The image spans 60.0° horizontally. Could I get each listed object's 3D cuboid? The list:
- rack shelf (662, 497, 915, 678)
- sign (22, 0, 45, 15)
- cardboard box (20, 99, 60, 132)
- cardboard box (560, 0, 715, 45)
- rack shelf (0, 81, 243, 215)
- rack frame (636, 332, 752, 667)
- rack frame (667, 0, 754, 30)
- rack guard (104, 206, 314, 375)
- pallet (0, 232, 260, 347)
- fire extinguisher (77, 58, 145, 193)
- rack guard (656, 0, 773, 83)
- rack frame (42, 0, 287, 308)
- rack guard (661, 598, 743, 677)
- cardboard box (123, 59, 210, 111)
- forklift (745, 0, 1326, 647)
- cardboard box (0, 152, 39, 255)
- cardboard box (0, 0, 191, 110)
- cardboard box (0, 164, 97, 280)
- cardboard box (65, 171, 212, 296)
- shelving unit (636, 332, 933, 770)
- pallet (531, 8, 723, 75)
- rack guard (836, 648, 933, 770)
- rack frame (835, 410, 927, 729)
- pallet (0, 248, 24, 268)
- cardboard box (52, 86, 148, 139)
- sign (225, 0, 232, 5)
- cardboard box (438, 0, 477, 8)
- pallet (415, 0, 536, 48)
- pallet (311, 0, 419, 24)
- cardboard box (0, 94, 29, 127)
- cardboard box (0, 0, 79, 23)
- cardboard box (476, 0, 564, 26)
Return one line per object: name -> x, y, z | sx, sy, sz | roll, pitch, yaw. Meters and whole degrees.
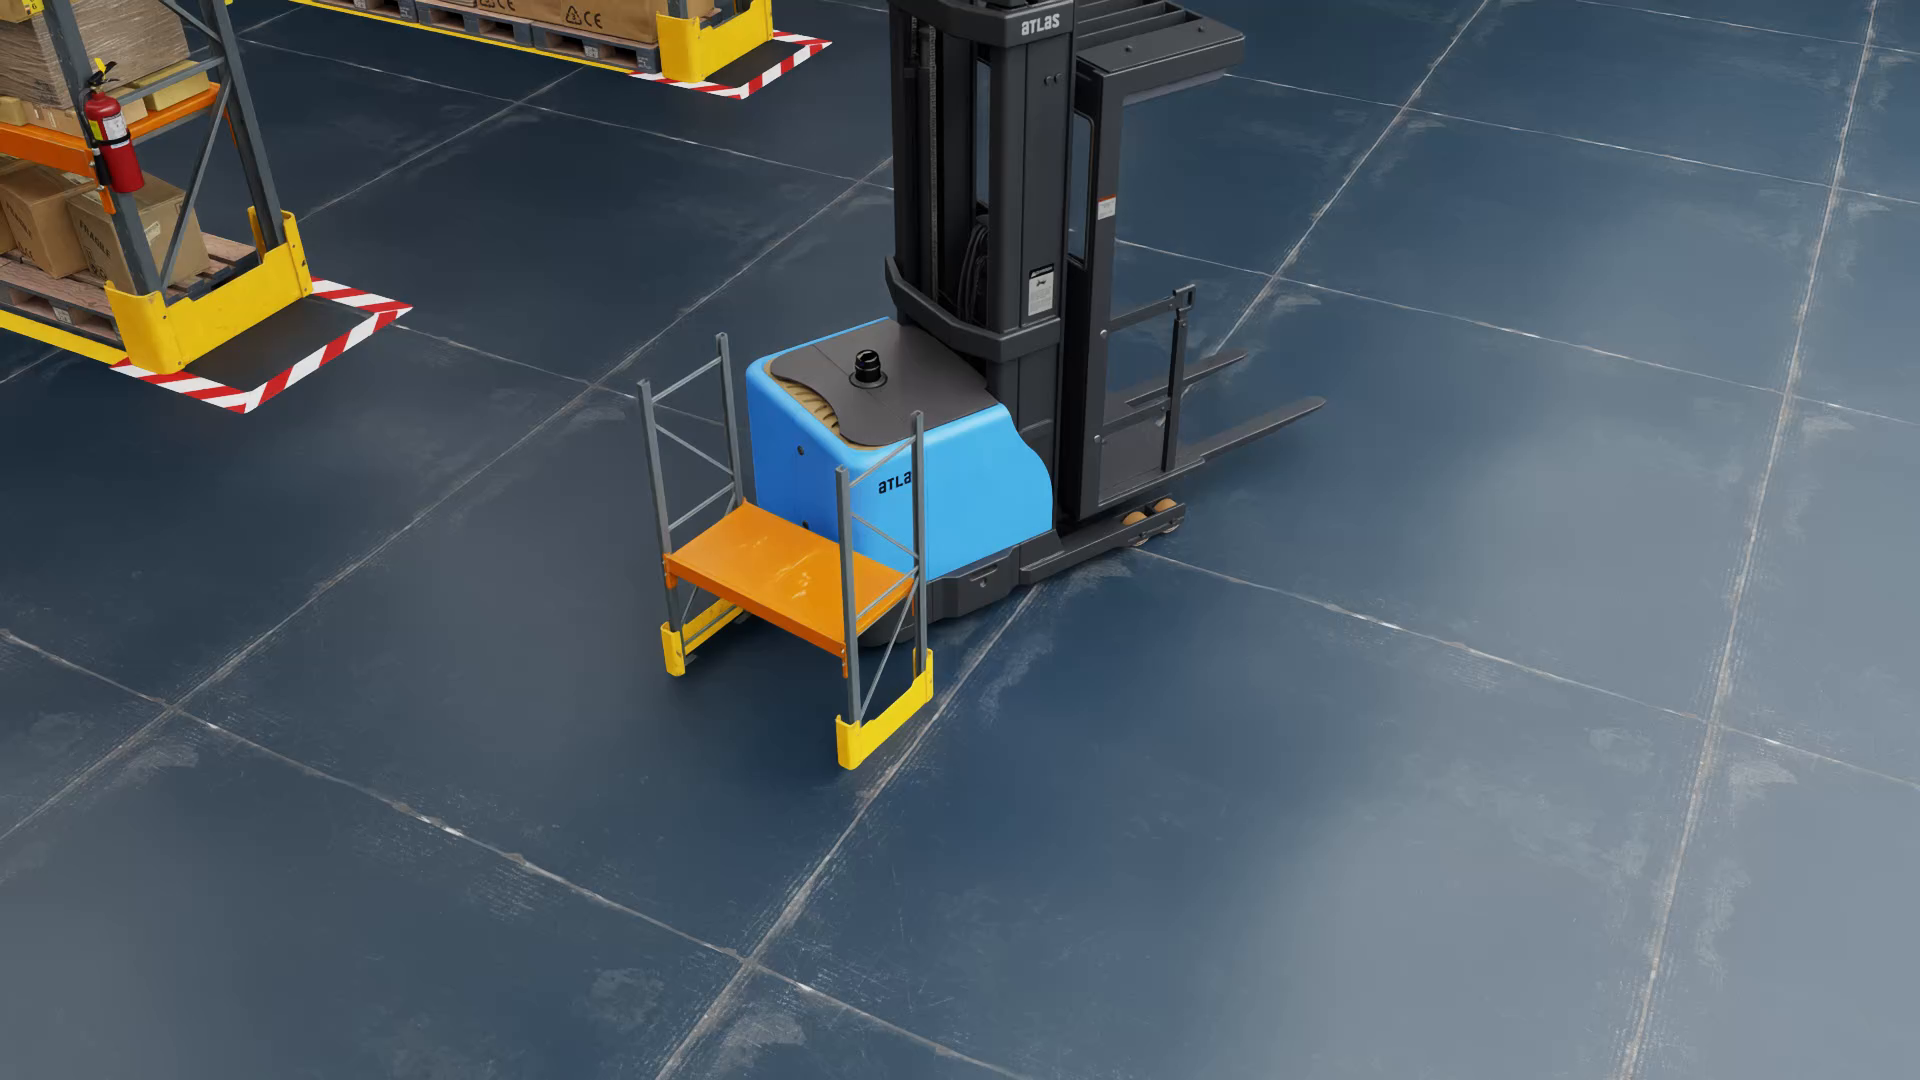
rack shelf -> -0.712, 0.184, 7.064 | 1.000, 0.185, 0.538 | 24, 43, 28
sign -> -4.602, -2.758, 8.183 | 0.005, 0.325, 0.100 | 17, 41, 21
cardboard box -> -4.898, -2.401, 9.140 | 0.250, 0.149, 0.380 | 17, 41, 21
cardboard box -> -2.590, -4.572, 13.202 | 0.875, 0.875, 0.875 | 18, 41, 22
rack shelf -> -6.105, -2.733, 9.964 | 4.000, 0.370, 1.077 | 17, 41, 21
rack frame -> -1.123, -0.139, 7.193 | 0.032, 1.500, 0.500 | 24, 43, 28
rack frame -> -1.958, -5.098, 12.485 | 0.127, 3.000, 1.000 | 17, 41, 21
rack guard -> -4.396, -1.489, 9.798 | 0.348, 0.500, 1.175 | 17, 41, 21
pallet -> -5.101, -1.618, 10.208 | 1.213, 0.211, 1.003 | 17, 41, 21
fire extinguisher -> -4.439, -2.153, 8.670 | 0.183, 0.674, 0.296 | 17, 41, 21
rack guard -> -1.937, -4.096, 13.232 | 0.348, 0.500, 1.175 | 17, 41, 21
rack frame -> -4.329, -2.463, 9.014 | 0.127, 3.000, 1.000 | 17, 41, 21
rack guard -> -1.122, 0.359, 7.570 | 0.087, 0.250, 0.587 | 24, 43, 28
cardboard box -> -4.472, -2.570, 9.363 | 0.250, 0.149, 0.380 | 17, 41, 21
forklift -> 0.516, -1.380, 7.644 | 3.031, 2.935, 1.130 | -22, 43, -27
cardboard box -> -5.969, -2.149, 10.321 | 0.500, 0.500, 0.500 | 21, 42, 26
cardboard box -> -4.804, -2.789, 9.115 | 0.500, 0.500, 0.875 | 17, 41, 21
cardboard box -> -5.422, -1.965, 10.078 | 0.500, 0.500, 0.500 | 29, 46, 33
cardboard box -> -4.875, -1.817, 9.883 | 0.500, 0.500, 0.500 | 25, 44, 29
shelving unit -> -0.719, 0.038, 6.959 | 1.083, 1.500, 0.587 | 24, 43, 28
pallet -> -2.704, -4.168, 13.566 | 1.213, 0.211, 1.003 | 17, 41, 21
rack guard -> -0.316, 0.712, 7.104 | 0.087, 0.250, 0.587 | 24, 43, 28
rack frame -> -0.300, 0.222, 6.717 | 0.032, 1.500, 0.500 | 24, 43, 28
pallet -> -6.181, -1.958, 10.655 | 1.213, 0.211, 1.003 | 17, 41, 21
cardboard box -> -4.677, -2.331, 9.048 | 0.250, 0.149, 0.380 | 17, 41, 21
sign -> -4.079, -3.099, 9.136 | 0.005, 0.325, 0.100 | 17, 41, 21
cardboard box -> -4.181, -5.070, 13.858 | 0.875, 0.875, 0.875 | 18, 41, 22
pallet -> -3.783, -4.507, 14.014 | 1.213, 0.211, 1.003 | 17, 41, 21
pallet -> -4.871, -4.846, 14.460 | 1.213, 0.211, 1.003 | 17, 41, 21
cardboard box -> -5.144, -2.443, 9.196 | 0.250, 0.149, 0.380 | 17, 41, 21
cardboard box -> -4.931, -3.040, 8.618 | 0.500, 0.500, 0.500 | 17, 41, 21
cardboard box -> -3.373, -4.816, 13.523 | 0.875, 0.875, 0.875 | 17, 40, 21
